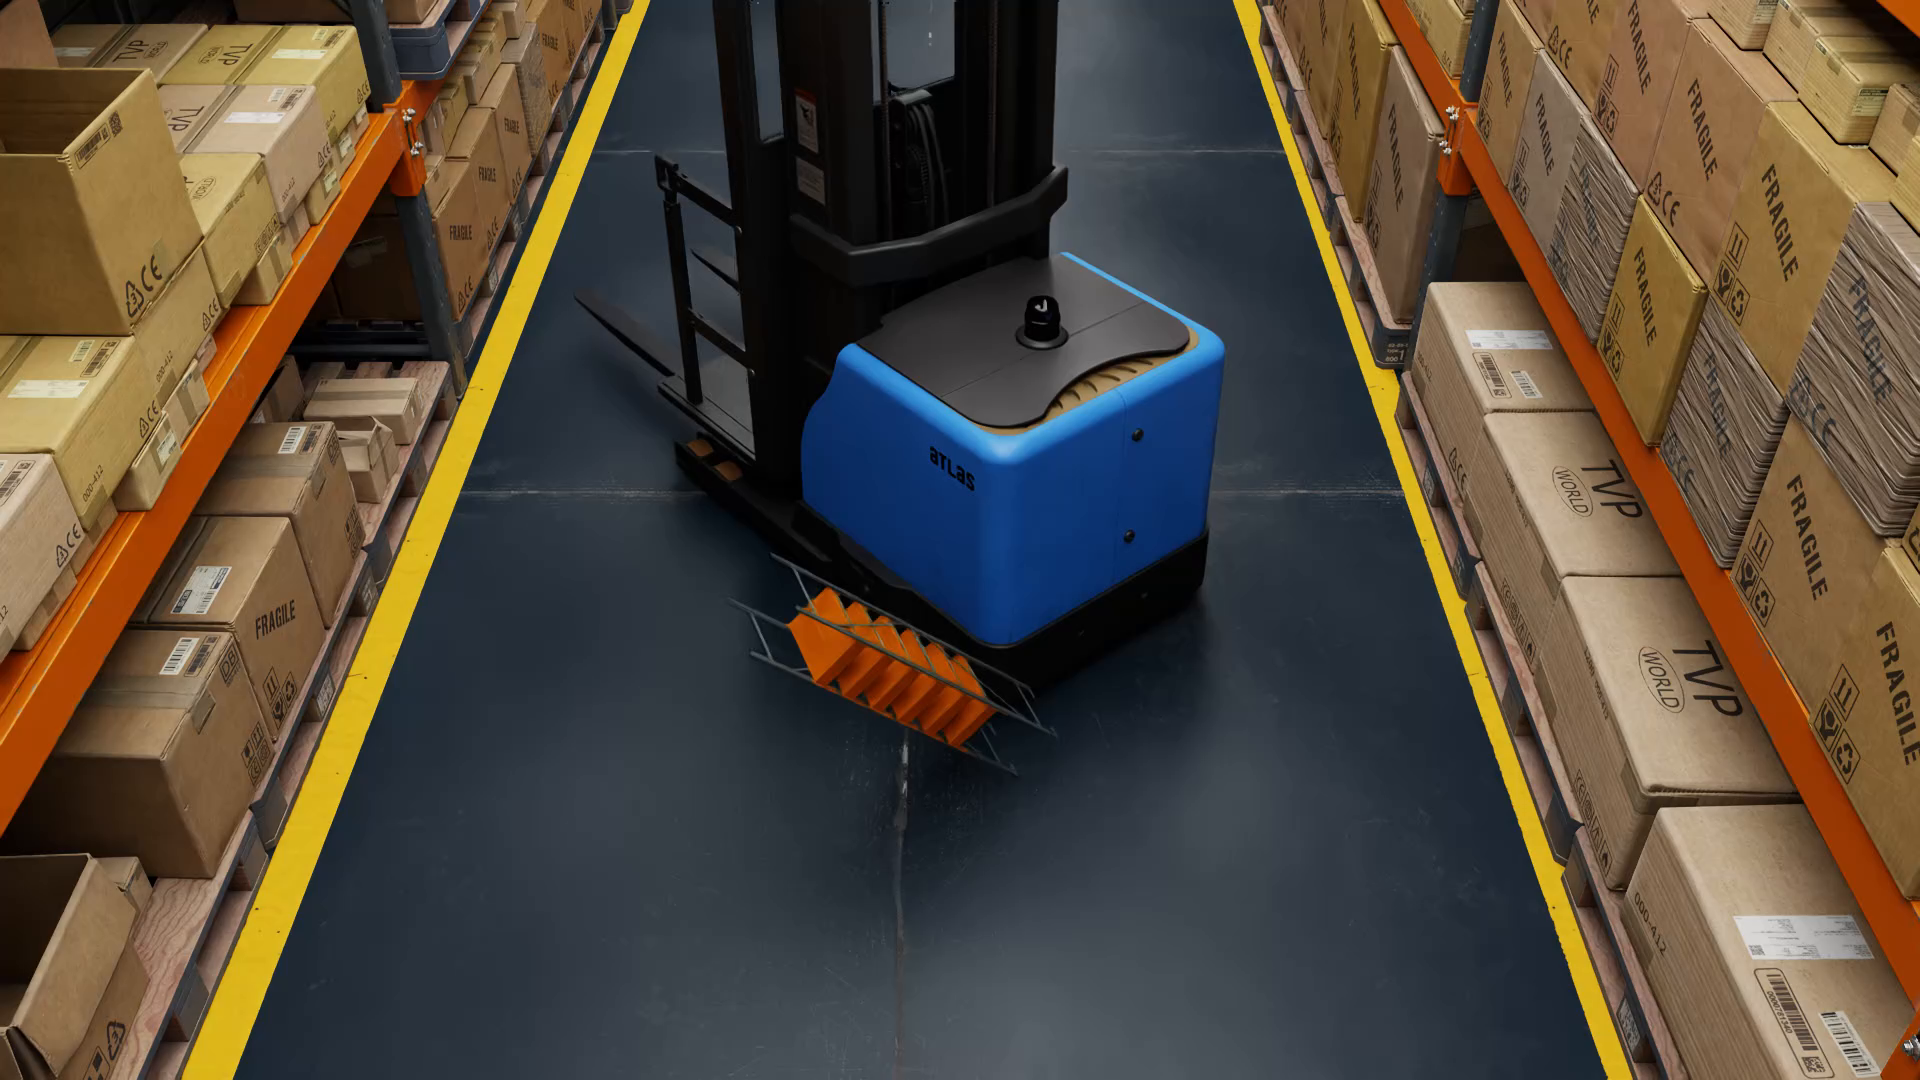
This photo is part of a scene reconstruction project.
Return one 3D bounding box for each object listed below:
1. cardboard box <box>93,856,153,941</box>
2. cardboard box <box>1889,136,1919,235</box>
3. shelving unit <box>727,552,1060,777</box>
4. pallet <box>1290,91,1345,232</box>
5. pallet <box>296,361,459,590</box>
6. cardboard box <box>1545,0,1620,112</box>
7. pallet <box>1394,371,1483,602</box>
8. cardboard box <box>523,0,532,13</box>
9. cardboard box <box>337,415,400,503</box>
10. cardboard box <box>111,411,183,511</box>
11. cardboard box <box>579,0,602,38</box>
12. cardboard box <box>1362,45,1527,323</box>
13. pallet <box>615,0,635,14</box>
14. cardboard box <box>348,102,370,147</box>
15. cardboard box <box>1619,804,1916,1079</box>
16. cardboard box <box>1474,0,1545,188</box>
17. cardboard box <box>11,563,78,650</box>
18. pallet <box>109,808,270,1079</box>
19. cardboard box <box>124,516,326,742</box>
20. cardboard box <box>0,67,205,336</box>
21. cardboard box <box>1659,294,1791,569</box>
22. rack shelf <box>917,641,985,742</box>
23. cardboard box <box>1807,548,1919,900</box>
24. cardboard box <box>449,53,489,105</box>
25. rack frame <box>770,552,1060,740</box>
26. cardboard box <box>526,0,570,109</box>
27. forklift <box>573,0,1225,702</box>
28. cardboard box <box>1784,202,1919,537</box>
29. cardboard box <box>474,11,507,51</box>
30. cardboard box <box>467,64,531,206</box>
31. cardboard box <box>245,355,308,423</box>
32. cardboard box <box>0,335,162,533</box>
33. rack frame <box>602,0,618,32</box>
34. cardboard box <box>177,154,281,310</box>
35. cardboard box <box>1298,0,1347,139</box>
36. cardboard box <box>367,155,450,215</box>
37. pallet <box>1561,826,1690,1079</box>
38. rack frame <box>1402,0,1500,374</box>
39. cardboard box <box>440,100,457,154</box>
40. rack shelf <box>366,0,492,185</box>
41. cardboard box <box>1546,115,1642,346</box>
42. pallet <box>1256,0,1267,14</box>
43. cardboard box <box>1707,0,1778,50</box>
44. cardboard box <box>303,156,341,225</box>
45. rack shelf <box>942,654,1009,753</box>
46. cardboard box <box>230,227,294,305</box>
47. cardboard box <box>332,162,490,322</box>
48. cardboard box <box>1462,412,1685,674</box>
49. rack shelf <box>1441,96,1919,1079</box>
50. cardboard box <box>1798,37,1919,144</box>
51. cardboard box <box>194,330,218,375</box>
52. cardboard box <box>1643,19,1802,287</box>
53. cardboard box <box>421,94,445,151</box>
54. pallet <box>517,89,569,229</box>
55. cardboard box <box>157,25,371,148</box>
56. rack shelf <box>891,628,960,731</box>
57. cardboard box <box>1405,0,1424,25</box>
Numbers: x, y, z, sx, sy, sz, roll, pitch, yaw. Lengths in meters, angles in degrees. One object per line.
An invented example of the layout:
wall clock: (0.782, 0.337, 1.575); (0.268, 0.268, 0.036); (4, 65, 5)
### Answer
cardboard box: (-2.454, 1.010, 4.535); (0.380, 0.149, 0.250); (-1, 39, -2)
cardboard box: (2.109, -0.681, 3.302); (0.380, 0.149, 0.250); (1, 39, 1)
shelving unit: (-0.167, 0.394, 4.942); (0.189, 1.200, 0.258); (-45, 46, 15)
pallet: (2.293, -1.957, 8.523); (1.003, 0.211, 1.213); (0, 39, 0)
pallet: (-2.591, -0.274, 6.423); (1.003, 0.211, 1.213); (0, 39, 0)
cardboard box: (2.126, -1.613, 4.985); (0.500, 0.500, 0.500); (-1, 39, -1)
pallet: (2.296, -0.234, 6.373); (1.003, 0.211, 1.213); (0, 39, 0)
cardboard box: (-2.398, -2.770, 8.452); (0.380, 0.149, 0.250); (-1, 39, -1)
cardboard box: (-2.296, -0.317, 6.098); (0.396, 0.266, 0.258); (1, 39, 2)
cardboard box: (-2.264, -0.204, 4.307); (0.380, 0.149, 0.250); (-1, 39, -1)
cardboard box: (-2.380, -3.217, 9.529); (0.500, 0.500, 0.500); (1, 39, 1)
cardboard box: (2.292, -1.520, 7.111); (0.875, 0.875, 0.875); (1, 39, 1)
pallet: (-2.557, -3.720, 10.723); (1.003, 0.211, 1.213); (0, 39, 0)
cardboard box: (-2.338, -1.495, 5.917); (0.380, 0.149, 0.250); (0, 39, 1)
cardboard box: (2.277, 1.127, 4.158); (0.875, 0.438, 0.875); (-1, 39, -2)
cardboard box: (2.112, -1.543, 5.697); (0.500, 0.500, 0.500); (1, 39, 1)
cardboard box: (-2.333, 0.120, 3.902); (0.380, 0.149, 0.250); (1, 39, 1)
pallet: (-2.588, 1.252, 4.519); (1.003, 0.211, 1.213); (0, 39, 0)
cardboard box: (-2.355, 0.273, 5.173); (0.500, 0.500, 0.500); (1, 39, 1)
cardboard box: (-2.319, -0.863, 4.210); (0.500, 0.500, 0.500); (1, 39, 1)
cardboard box: (2.117, -0.272, 4.111); (0.500, 0.500, 0.500); (1, 39, 1)
rack shelf: (-0.065, 0.455, 5.056); (0.180, 0.103, 0.258); (-45, 46, 15)
cardboard box: (2.112, 0.363, 3.318); (0.500, 0.500, 0.500); (0, 39, 0)
cardboard box: (-2.391, -2.119, 7.640); (0.380, 0.149, 0.250); (0, 39, 0)
rack frame: (-0.104, 0.332, 4.919); (0.006, 1.200, 0.240); (-45, 46, 15)
cardboard box: (-2.386, -2.577, 8.730); (0.500, 0.500, 0.500); (2, 39, 2)
forklift: (-0.459, -1.463, 5.732); (1.130, 2.935, 3.031); (-28, 46, -30)
cardboard box: (2.109, -0.354, 3.413); (0.500, 0.500, 0.500); (0, 39, 0)
cardboard box: (-2.419, -2.443, 8.044); (0.380, 0.149, 0.250); (0, 39, 0)
cardboard box: (-2.373, -1.928, 7.920); (0.500, 0.500, 0.500); (-1, 39, -1)
cardboard box: (-2.826, -0.493, 6.281); (0.500, 0.311, 0.500); (1, 39, 2)
cardboard box: (-2.322, -0.264, 4.063); (0.500, 0.250, 0.500); (-1, 39, -1)
rack frame: (-2.595, -4.293, 9.209); (1.000, 3.000, 0.127); (0, 39, 0)
cardboard box: (-2.343, -0.906, 4.864); (0.500, 0.250, 0.500); (0, 39, 0)
cardboard box: (2.283, -2.644, 8.514); (0.875, 0.875, 0.875); (0, 39, 1)
cardboard box: (-2.325, -1.458, 6.815); (0.380, 0.149, 0.250); (2, 39, 2)
pallet: (2.299, 1.292, 4.469); (1.003, 0.211, 1.213); (0, 39, 0)
rack frame: (2.373, -1.798, 6.095); (1.000, 3.000, 0.127); (0, 39, 0)
cardboard box: (-2.414, -1.792, 7.231); (0.380, 0.149, 0.250); (-2, 39, -2)
rack shelf: (-2.593, -2.762, 7.873); (1.077, 0.370, 4.000); (0, 39, 0)
cardboard box: (2.102, -0.917, 4.916); (0.500, 0.500, 0.500); (0, 39, 0)
pallet: (2.369, -3.700, 10.698); (1.003, 0.211, 1.213); (0, 39, 0)
cardboard box: (2.097, -1.330, 4.113); (0.380, 0.149, 0.250); (0, 39, 0)
cardboard box: (-2.291, -1.169, 5.511); (0.380, 0.149, 0.250); (1, 39, 1)
rack shelf: (0.009, 0.499, 5.139); (0.180, 0.103, 0.258); (-45, 46, 15)
cardboard box: (-2.290, -0.845, 5.107); (0.380, 0.149, 0.250); (-1, 39, -1)
cardboard box: (-2.366, -1.283, 7.115); (0.500, 0.500, 0.500); (2, 39, 2)
cardboard box: (2.268, -0.009, 5.576); (0.875, 0.438, 0.875); (-1, 39, -1)
rack shelf: (2.375, -0.266, 4.759); (1.077, 0.370, 4.000); (0, 39, 0)
cardboard box: (2.121, -1.001, 3.702); (0.380, 0.149, 0.250); (1, 39, 1)
cardboard box: (-2.354, -0.530, 4.713); (0.380, 0.149, 0.250); (0, 39, 0)
cardboard box: (2.113, -0.977, 4.191); (0.500, 0.500, 0.500); (0, 39, 0)
cardboard box: (-2.373, -1.736, 6.925); (0.380, 0.149, 0.250); (-2, 39, -2)
pallet: (-2.634, -1.977, 8.548); (1.003, 0.211, 1.213); (0, 39, 0)
cardboard box: (-2.346, -1.531, 5.644); (0.500, 0.250, 0.500); (1, 39, 1)
rack shelf: (-0.140, 0.410, 4.973); (0.180, 0.103, 0.258); (-45, 46, 15)
cardboard box: (2.121, -2.338, 6.889); (0.500, 0.250, 0.500); (-1, 39, -1)
